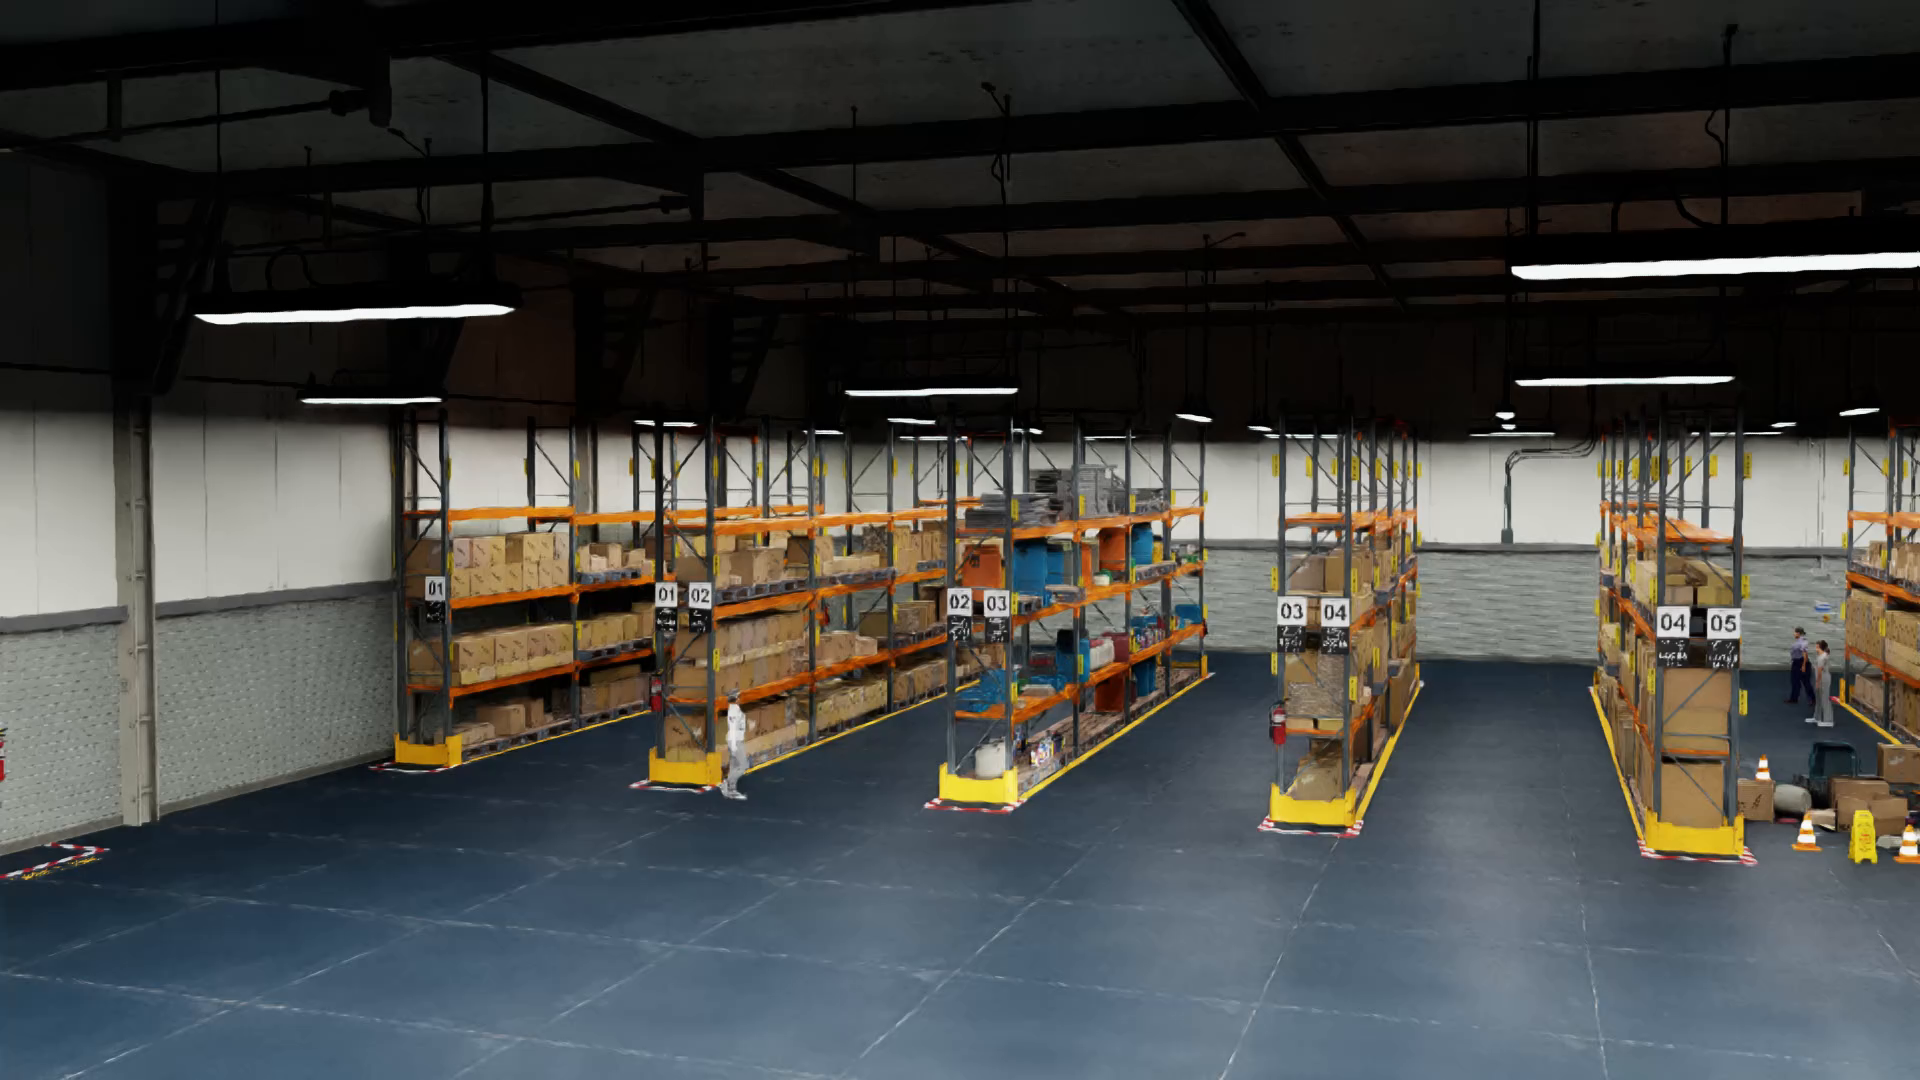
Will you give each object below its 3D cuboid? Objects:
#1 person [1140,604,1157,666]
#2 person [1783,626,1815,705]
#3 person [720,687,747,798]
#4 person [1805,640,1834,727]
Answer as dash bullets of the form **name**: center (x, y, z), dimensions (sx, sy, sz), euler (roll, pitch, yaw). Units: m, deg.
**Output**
- **person**: center (4.678, 2.403, 41.534), dimensions (0.491, 1.638, 0.913), euler (2, 3, 36)
- **person**: center (17.894, 2.670, 35.374), dimensions (0.516, 1.632, 0.614), euler (0, 2, 7)
- **person**: center (-3.429, 3.083, 25.184), dimensions (0.402, 1.675, 0.516), euler (0, 2, -8)
- **person**: center (16.722, 2.764, 32.313), dimensions (0.545, 1.670, 0.545), euler (2, 3, 36)
